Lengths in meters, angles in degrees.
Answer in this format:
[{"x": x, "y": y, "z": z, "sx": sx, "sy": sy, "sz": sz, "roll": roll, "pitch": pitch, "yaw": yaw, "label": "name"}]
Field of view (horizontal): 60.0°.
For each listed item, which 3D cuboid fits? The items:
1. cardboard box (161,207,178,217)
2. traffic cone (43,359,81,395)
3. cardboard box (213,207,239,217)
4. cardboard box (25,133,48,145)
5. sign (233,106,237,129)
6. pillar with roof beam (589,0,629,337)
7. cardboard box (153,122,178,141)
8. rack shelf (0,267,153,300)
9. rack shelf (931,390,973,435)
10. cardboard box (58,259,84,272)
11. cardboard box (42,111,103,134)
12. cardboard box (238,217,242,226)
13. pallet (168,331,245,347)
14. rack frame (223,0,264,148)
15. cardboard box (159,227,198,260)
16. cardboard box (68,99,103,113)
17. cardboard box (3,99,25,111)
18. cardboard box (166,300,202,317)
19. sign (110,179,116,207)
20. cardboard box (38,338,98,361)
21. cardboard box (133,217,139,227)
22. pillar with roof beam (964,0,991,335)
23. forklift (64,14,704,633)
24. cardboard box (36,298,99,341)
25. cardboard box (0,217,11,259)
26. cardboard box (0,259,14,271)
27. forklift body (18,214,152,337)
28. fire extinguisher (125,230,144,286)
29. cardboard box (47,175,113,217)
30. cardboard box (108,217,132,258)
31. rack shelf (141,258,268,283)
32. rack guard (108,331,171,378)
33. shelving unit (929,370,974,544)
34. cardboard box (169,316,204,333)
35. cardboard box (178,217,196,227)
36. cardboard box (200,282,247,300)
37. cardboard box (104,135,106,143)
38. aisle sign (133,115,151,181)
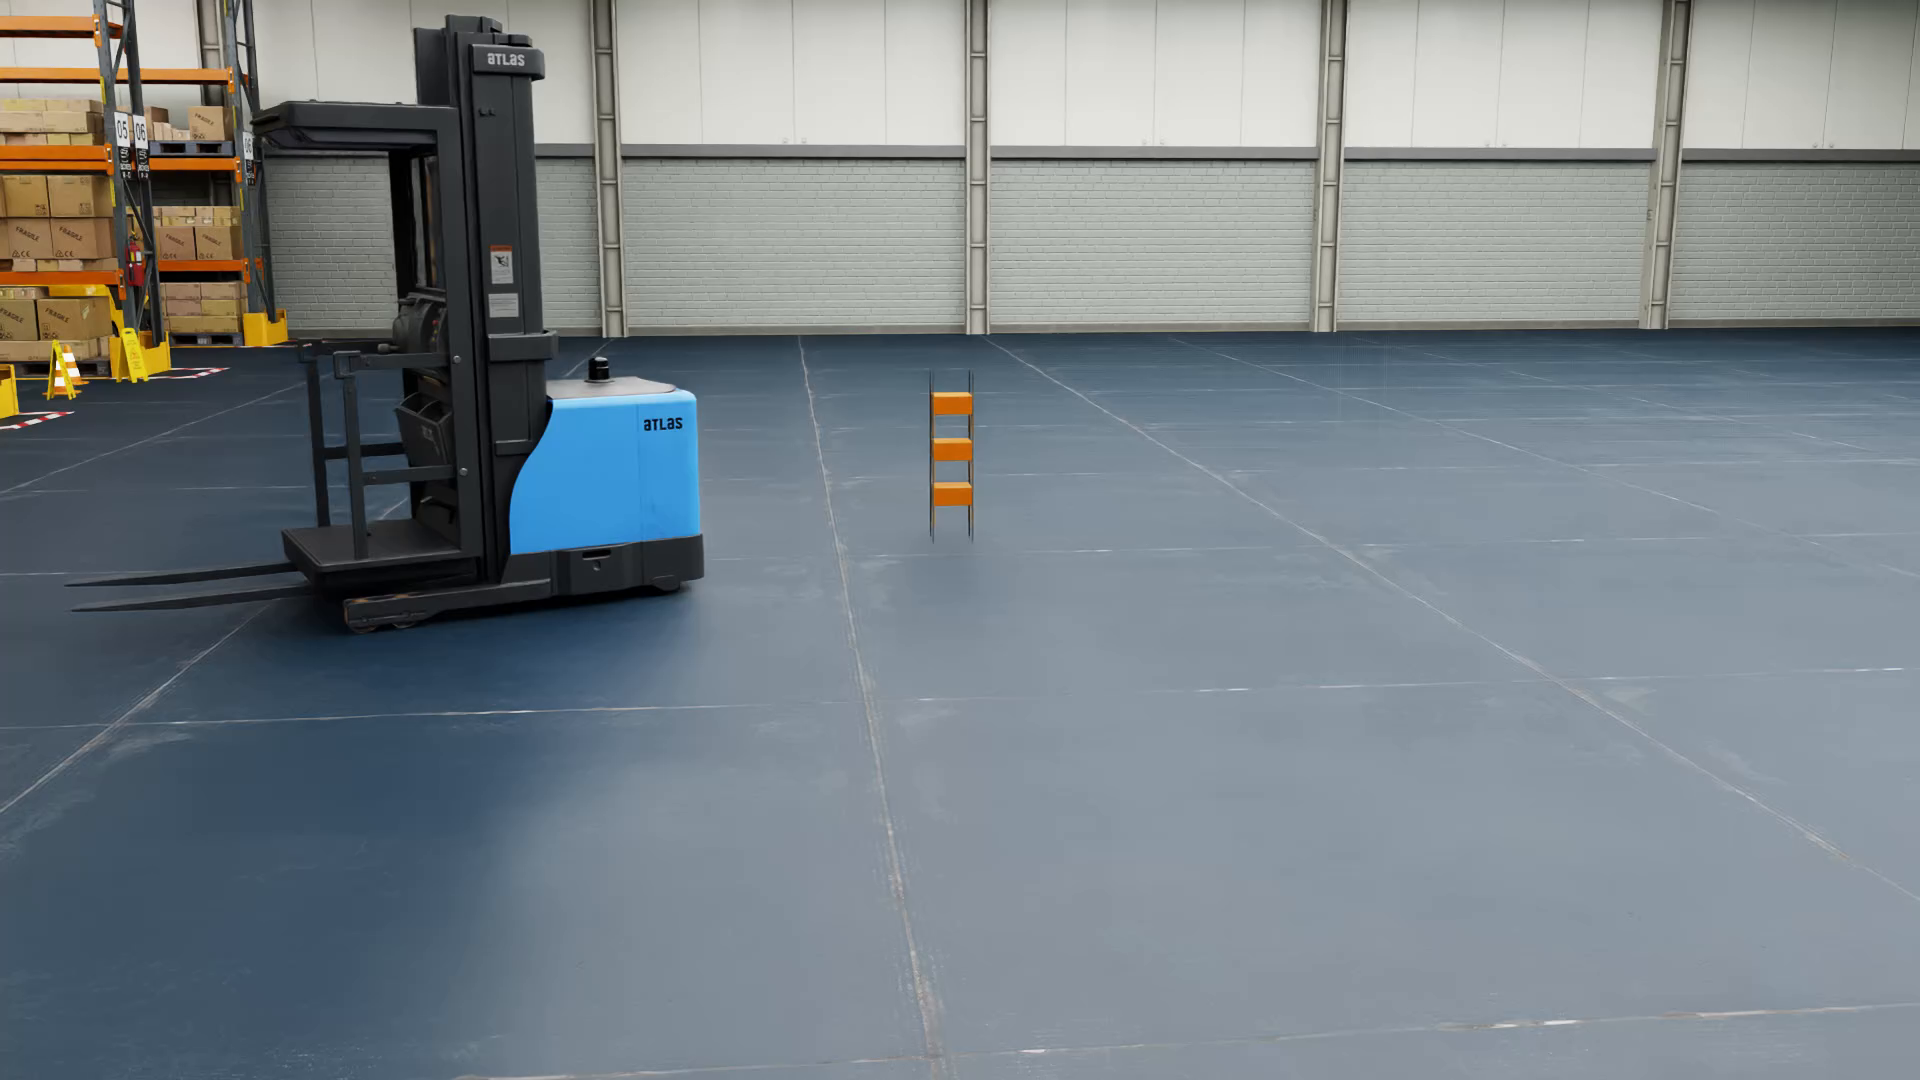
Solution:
[{"x": -11.940, "y": -4.993, "z": 25.280, "sx": 0.250, "sy": 0.149, "sz": 0.380, "roll": -1, "pitch": 11, "yaw": -6, "label": "cardboard box"}, {"x": -10.142, "y": -1.882, "z": 18.741, "sx": 0.334, "sy": 0.463, "sz": 0.336, "roll": -1, "pitch": 11, "yaw": -6, "label": "traffic cone"}, {"x": -11.185, "y": -5.006, "z": 25.344, "sx": 0.250, "sy": 0.149, "sz": 0.380, "roll": -1, "pitch": 11, "yaw": -6, "label": "cardboard box"}, {"x": -11.148, "y": -4.866, "z": 20.218, "sx": 0.250, "sy": 0.149, "sz": 0.380, "roll": -1, "pitch": 11, "yaw": -4, "label": "cardboard box"}, {"x": -10.807, "y": -6.304, "z": 24.790, "sx": 0.005, "sy": 0.325, "sz": 0.100, "roll": -1, "pitch": 11, "yaw": -6, "label": "sign"}, {"x": -5.211, "y": -6.942, "z": 22.351, "sx": 0.400, "sy": 9.000, "sz": 9.100, "roll": -1, "pitch": 11, "yaw": -6, "label": "pillar with roof beam"}, {"x": -11.895, "y": -6.121, "z": 24.951, "sx": 0.258, "sy": 0.266, "sz": 0.396, "roll": -1, "pitch": 11, "yaw": -6, "label": "cardboard box"}, {"x": -12.300, "y": -3.194, "z": 20.704, "sx": 4.000, "sy": 0.370, "sz": 1.077, "roll": -1, "pitch": 11, "yaw": -6, "label": "rack shelf"}, {"x": -0.053, "y": -0.782, "z": 10.208, "sx": 0.240, "sy": 0.259, "sz": 0.215, "roll": -1, "pitch": 11, "yaw": -6, "label": "rack shelf"}, {"x": -10.900, "y": -3.390, "z": 20.488, "sx": 0.250, "sy": 0.149, "sz": 0.380, "roll": -1, "pitch": 11, "yaw": -7, "label": "cardboard box"}, {"x": -10.792, "y": -5.071, "z": 20.226, "sx": 0.500, "sy": 0.250, "sz": 0.500, "roll": -1, "pitch": 11, "yaw": -7, "label": "cardboard box"}, {"x": -11.217, "y": -4.951, "z": 25.833, "sx": 0.250, "sy": 0.149, "sz": 0.380, "roll": -1, "pitch": 11, "yaw": -8, "label": "cardboard box"}, {"x": -11.607, "y": -3.148, "z": 25.835, "sx": 1.213, "sy": 0.211, "sz": 1.003, "roll": -1, "pitch": 11, "yaw": -6, "label": "pallet"}, {"x": -10.852, "y": -7.484, "z": 25.110, "sx": 0.127, "sy": 3.000, "sz": 1.000, "roll": -1, "pitch": 11, "yaw": -6, "label": "rack frame"}, {"x": -11.829, "y": -4.520, "z": 25.325, "sx": 0.500, "sy": 0.500, "sz": 0.500, "roll": -1, "pitch": 11, "yaw": -4, "label": "cardboard box"}, {"x": -10.616, "y": -5.265, "z": 20.181, "sx": 0.250, "sy": 0.149, "sz": 0.380, "roll": -1, "pitch": 11, "yaw": -6, "label": "cardboard box"}, {"x": -11.386, "y": -5.263, "z": 20.170, "sx": 0.250, "sy": 0.149, "sz": 0.380, "roll": -1, "pitch": 11, "yaw": -6, "label": "cardboard box"}, {"x": -11.802, "y": -3.564, "z": 25.466, "sx": 0.500, "sy": 0.250, "sz": 0.500, "roll": -1, "pitch": 11, "yaw": -7, "label": "cardboard box"}, {"x": -10.272, "y": -4.205, "z": 20.161, "sx": 0.005, "sy": 0.325, "sz": 0.100, "roll": -1, "pitch": 11, "yaw": -6, "label": "sign"}, {"x": -11.110, "y": -2.377, "z": 20.721, "sx": 0.500, "sy": 0.250, "sz": 0.500, "roll": -1, "pitch": 11, "yaw": -6, "label": "cardboard box"}, {"x": -12.439, "y": -4.816, "z": 25.146, "sx": 0.250, "sy": 0.149, "sz": 0.380, "roll": -1, "pitch": 11, "yaw": -6, "label": "cardboard box"}, {"x": 0.754, "y": -7.067, "z": 22.987, "sx": 0.400, "sy": 9.000, "sz": 9.100, "roll": -1, "pitch": 11, "yaw": -6, "label": "pillar with roof beam"}, {"x": -2.916, "y": -1.102, "z": 8.374, "sx": 3.031, "sy": 2.935, "sz": 1.130, "roll": -6, "pitch": 13, "yaw": -30, "label": "forklift"}, {"x": -11.080, "y": -2.747, "z": 20.660, "sx": 0.500, "sy": 0.500, "sz": 0.500, "roll": -1, "pitch": 11, "yaw": -6, "label": "cardboard box"}, {"x": -11.818, "y": -3.700, "z": 20.384, "sx": 0.500, "sy": 0.500, "sz": 0.500, "roll": -1, "pitch": 11, "yaw": -6, "label": "cardboard box"}, {"x": -11.680, "y": -3.399, "z": 20.535, "sx": 0.250, "sy": 0.149, "sz": 0.380, "roll": -1, "pitch": 11, "yaw": -5, "label": "cardboard box"}, {"x": -12.540, "y": -3.735, "z": 23.790, "sx": 1.214, "sy": 2.155, "sz": 2.313, "roll": -1, "pitch": 11, "yaw": -6, "label": "forklift body"}, {"x": -10.148, "y": -3.465, "z": 20.417, "sx": 0.183, "sy": 0.674, "sz": 0.296, "roll": -1, "pitch": 11, "yaw": -6, "label": "fire extinguisher"}, {"x": -10.796, "y": -4.222, "z": 20.445, "sx": 0.500, "sy": 0.500, "sz": 0.700, "roll": -1, "pitch": 11, "yaw": -7, "label": "cardboard box"}, {"x": -10.813, "y": -3.827, "z": 21.029, "sx": 0.500, "sy": 0.500, "sz": 0.500, "roll": -1, "pitch": 11, "yaw": -7, "label": "cardboard box"}, {"x": -12.840, "y": -4.146, "z": 25.546, "sx": 4.000, "sy": 0.370, "sz": 1.077, "roll": -1, "pitch": 11, "yaw": -6, "label": "rack shelf"}, {"x": -10.387, "y": -2.361, "z": 21.080, "sx": 0.348, "sy": 0.500, "sz": 1.175, "roll": -1, "pitch": 11, "yaw": -6, "label": "rack guard"}, {"x": -0.053, "y": -0.514, "z": 10.261, "sx": 0.252, "sy": 1.050, "sz": 0.215, "roll": -1, "pitch": 11, "yaw": -6, "label": "shelving unit"}, {"x": -11.780, "y": -3.319, "z": 25.512, "sx": 0.500, "sy": 0.250, "sz": 0.500, "roll": -1, "pitch": 11, "yaw": -6, "label": "cardboard box"}, {"x": -11.682, "y": -4.842, "z": 25.282, "sx": 0.250, "sy": 0.149, "sz": 0.380, "roll": -1, "pitch": 11, "yaw": -5, "label": "cardboard box"}, {"x": -11.276, "y": -3.819, "z": 25.464, "sx": 0.500, "sy": 0.250, "sz": 0.500, "roll": -1, "pitch": 11, "yaw": -4, "label": "cardboard box"}, {"x": -10.677, "y": -4.993, "z": 20.863, "sx": 0.250, "sy": 0.149, "sz": 0.380, "roll": -1, "pitch": 11, "yaw": -6, "label": "cardboard box"}, {"x": -10.284, "y": -4.925, "z": 20.905, "sx": 0.004, "sy": 0.787, "sz": 0.394, "roll": -1, "pitch": 11, "yaw": -6, "label": "aisle sign"}]
